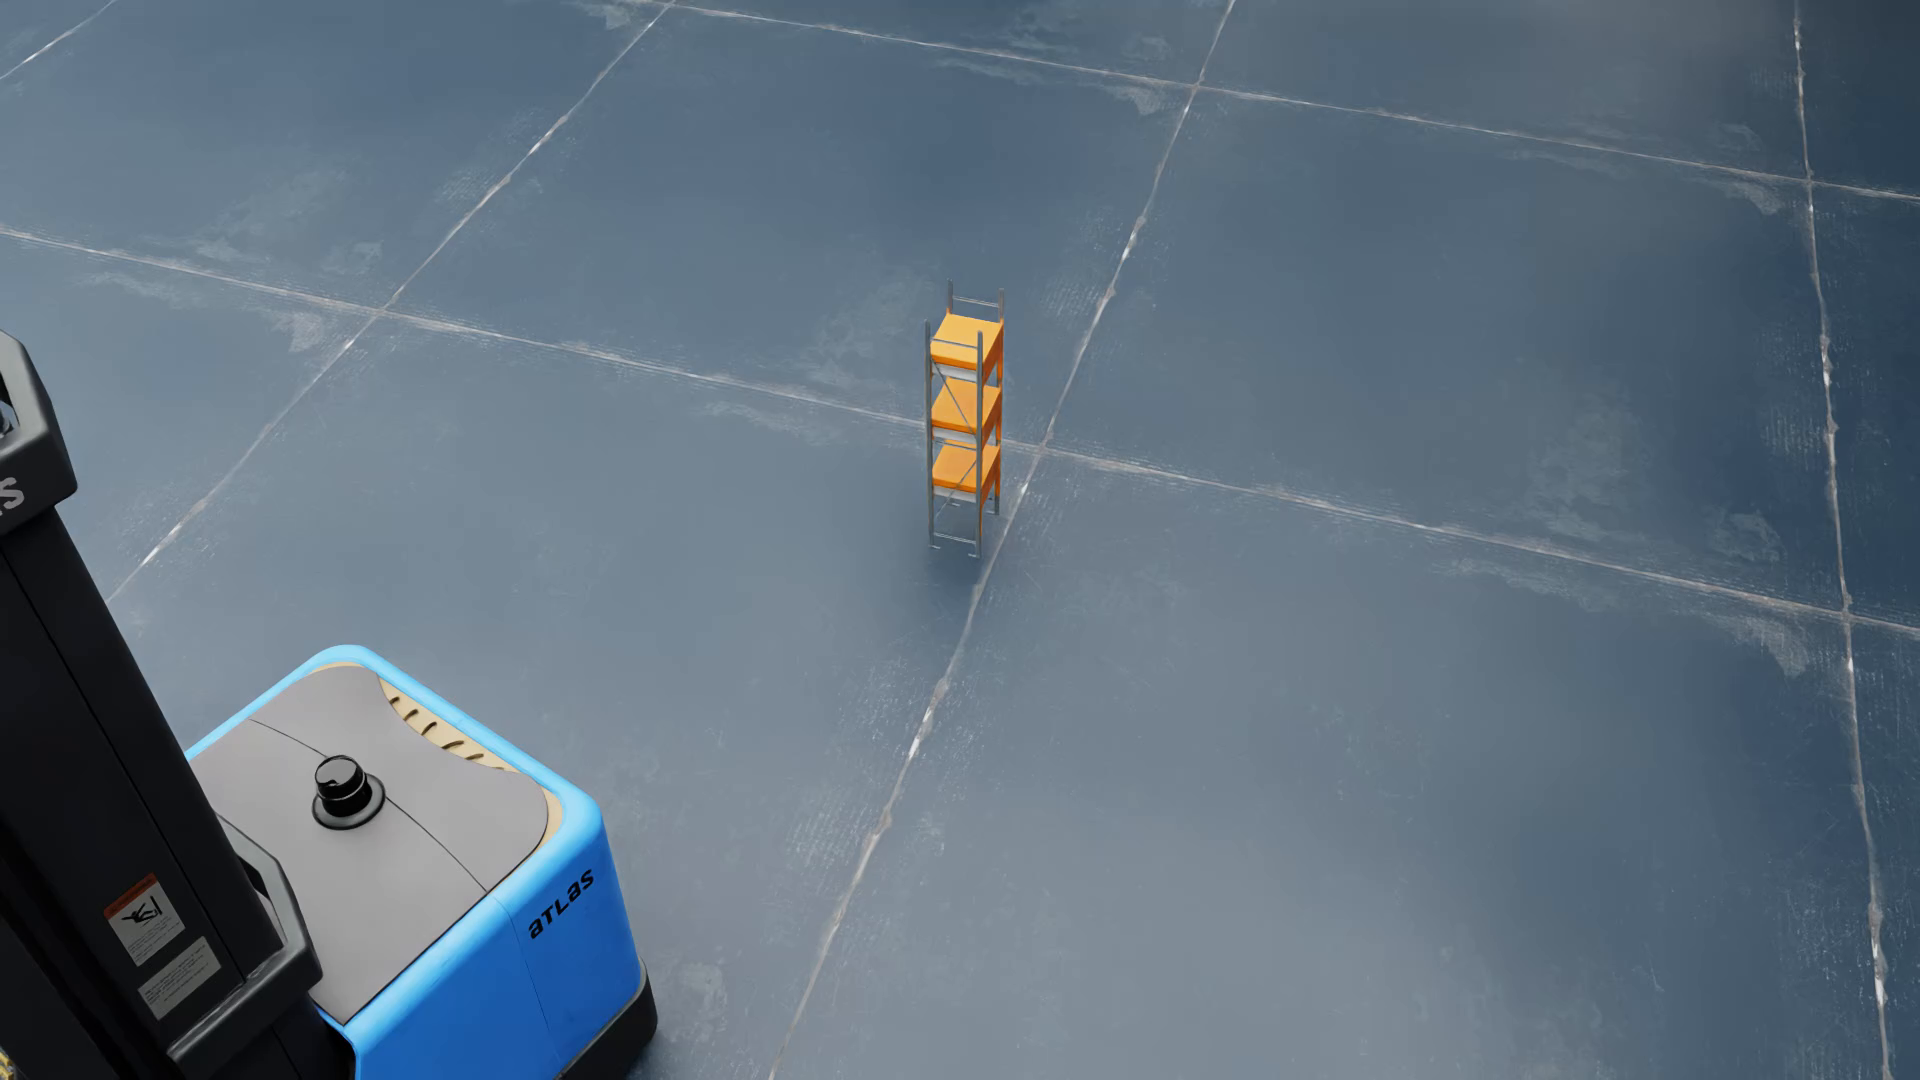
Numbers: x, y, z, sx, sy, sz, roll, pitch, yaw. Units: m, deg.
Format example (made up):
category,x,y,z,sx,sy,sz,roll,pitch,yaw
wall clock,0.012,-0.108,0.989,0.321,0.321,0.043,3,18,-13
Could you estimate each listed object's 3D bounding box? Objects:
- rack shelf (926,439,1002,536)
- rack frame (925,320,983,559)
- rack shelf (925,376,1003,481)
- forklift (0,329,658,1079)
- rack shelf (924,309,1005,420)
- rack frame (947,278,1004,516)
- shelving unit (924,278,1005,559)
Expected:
category,x,y,z,sx,sy,sz,roll,pitch,yaw
rack shelf,0.016,-0.205,6.121,0.215,0.259,0.240,13,46,12
rack frame,-0.021,-0.330,5.836,0.200,1.050,0.008,13,46,12
rack shelf,0.016,-0.403,5.927,0.215,0.259,0.240,13,46,12
forklift,-2.134,1.007,3.126,1.130,2.935,3.031,27,50,25
rack shelf,0.016,-0.606,5.728,0.215,0.259,0.240,13,46,12
rack frame,0.053,-0.492,6.002,0.200,1.050,0.008,13,46,12
shelving unit,0.016,-0.411,5.919,0.215,1.050,0.252,13,46,12
